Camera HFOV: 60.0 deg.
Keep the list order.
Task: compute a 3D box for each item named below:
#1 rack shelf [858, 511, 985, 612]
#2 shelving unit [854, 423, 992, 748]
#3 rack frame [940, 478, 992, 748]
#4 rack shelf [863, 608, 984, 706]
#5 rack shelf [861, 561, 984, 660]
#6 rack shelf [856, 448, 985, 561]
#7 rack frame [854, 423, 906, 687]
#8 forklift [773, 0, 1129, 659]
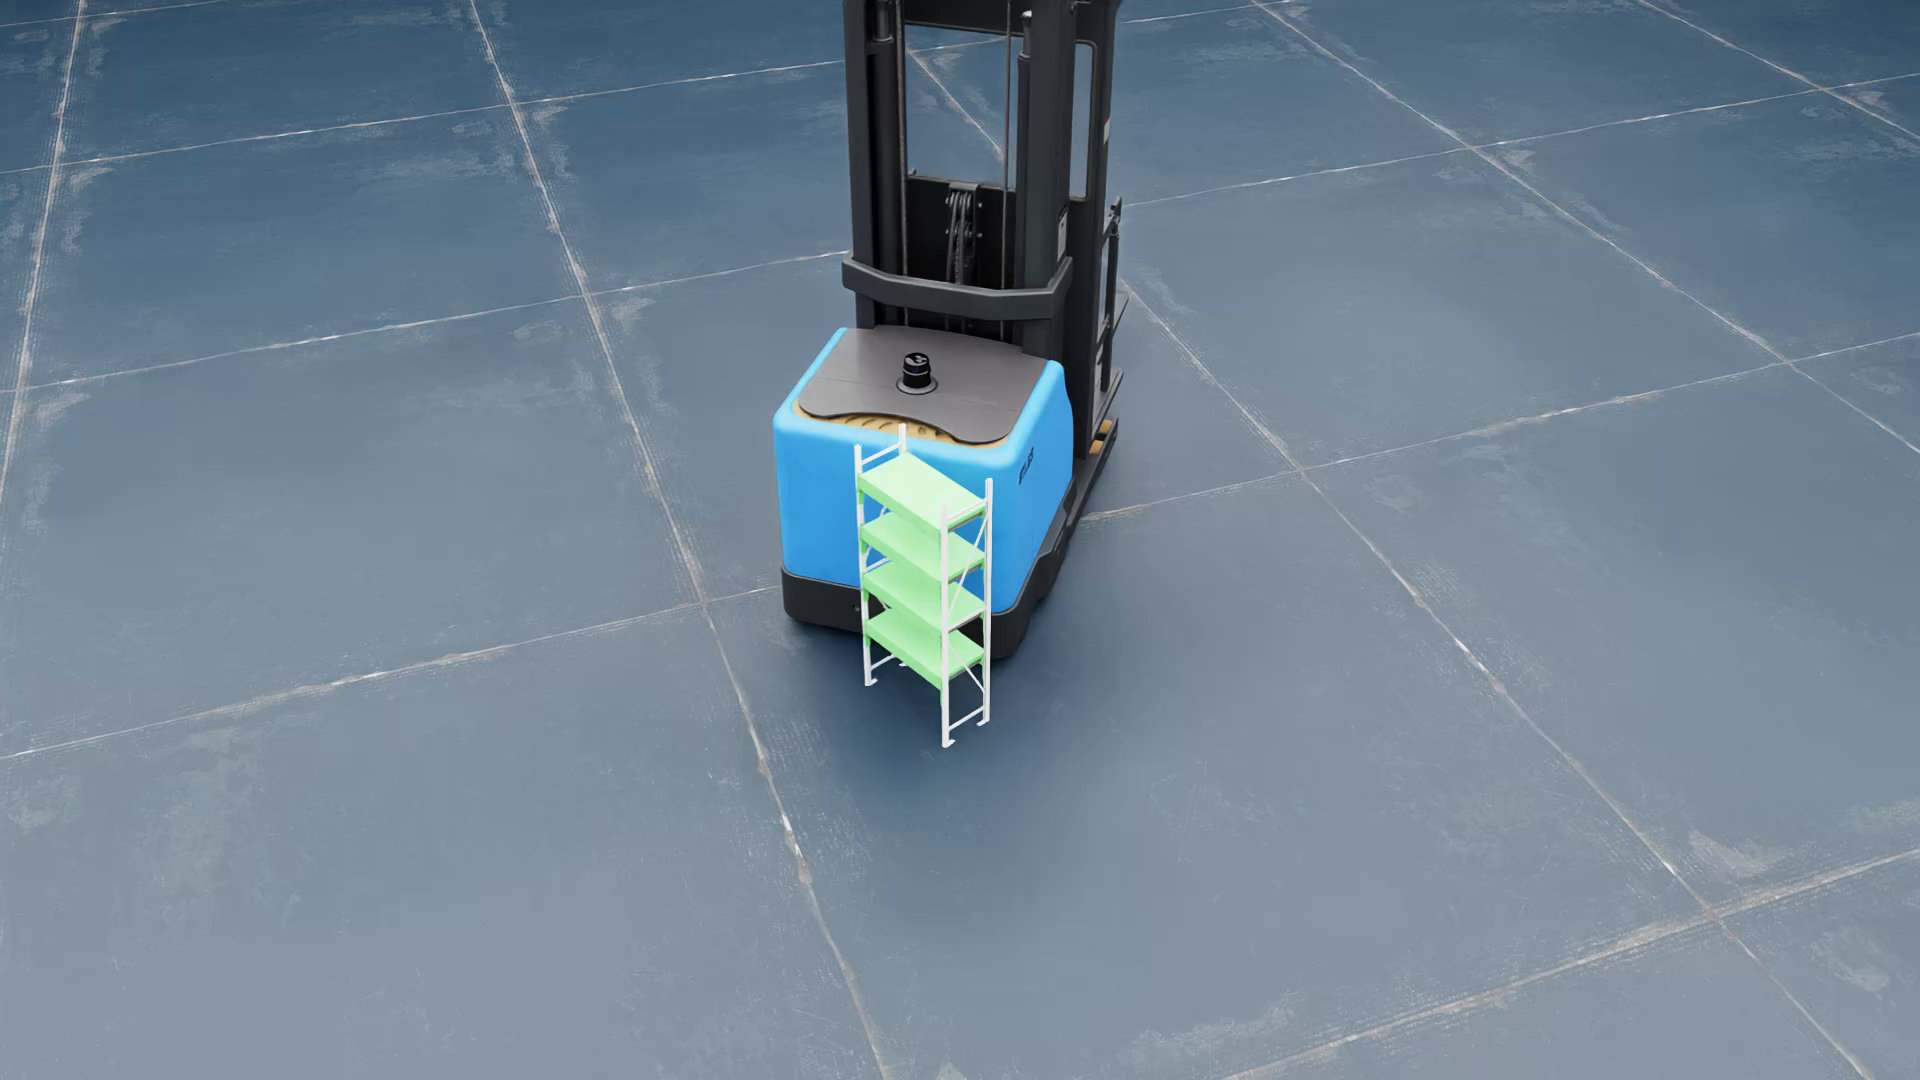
[{"bbox_3d":[-0.139,0.053,6.388,0.258,0.148,0.480,-28,46,-32],"label":"rack shelf"},{"bbox_3d":[-0.139,0.193,6.494,0.258,1.200,0.503,-28,46,-32],"label":"shelving unit"},{"bbox_3d":[0.024,0.303,6.349,0.240,1.200,0.015,-28,46,-32],"label":"rack frame"},{"bbox_3d":[-0.138,0.435,6.678,0.258,0.148,0.480,-28,46,-32],"label":"rack shelf"},{"bbox_3d":[-0.139,0.244,6.533,0.258,0.148,0.480,-28,46,-32],"label":"rack shelf"},{"bbox_3d":[-0.139,-0.138,6.243,0.258,0.148,0.480,-28,46,-32],"label":"rack shelf"},{"bbox_3d":[-0.301,0.084,6.639,0.240,1.200,0.015,-28,46,-32],"label":"rack frame"},{"bbox_3d":[0.159,-1.560,7.386,1.130,2.935,3.031,11,38,14],"label":"forklift"}]
